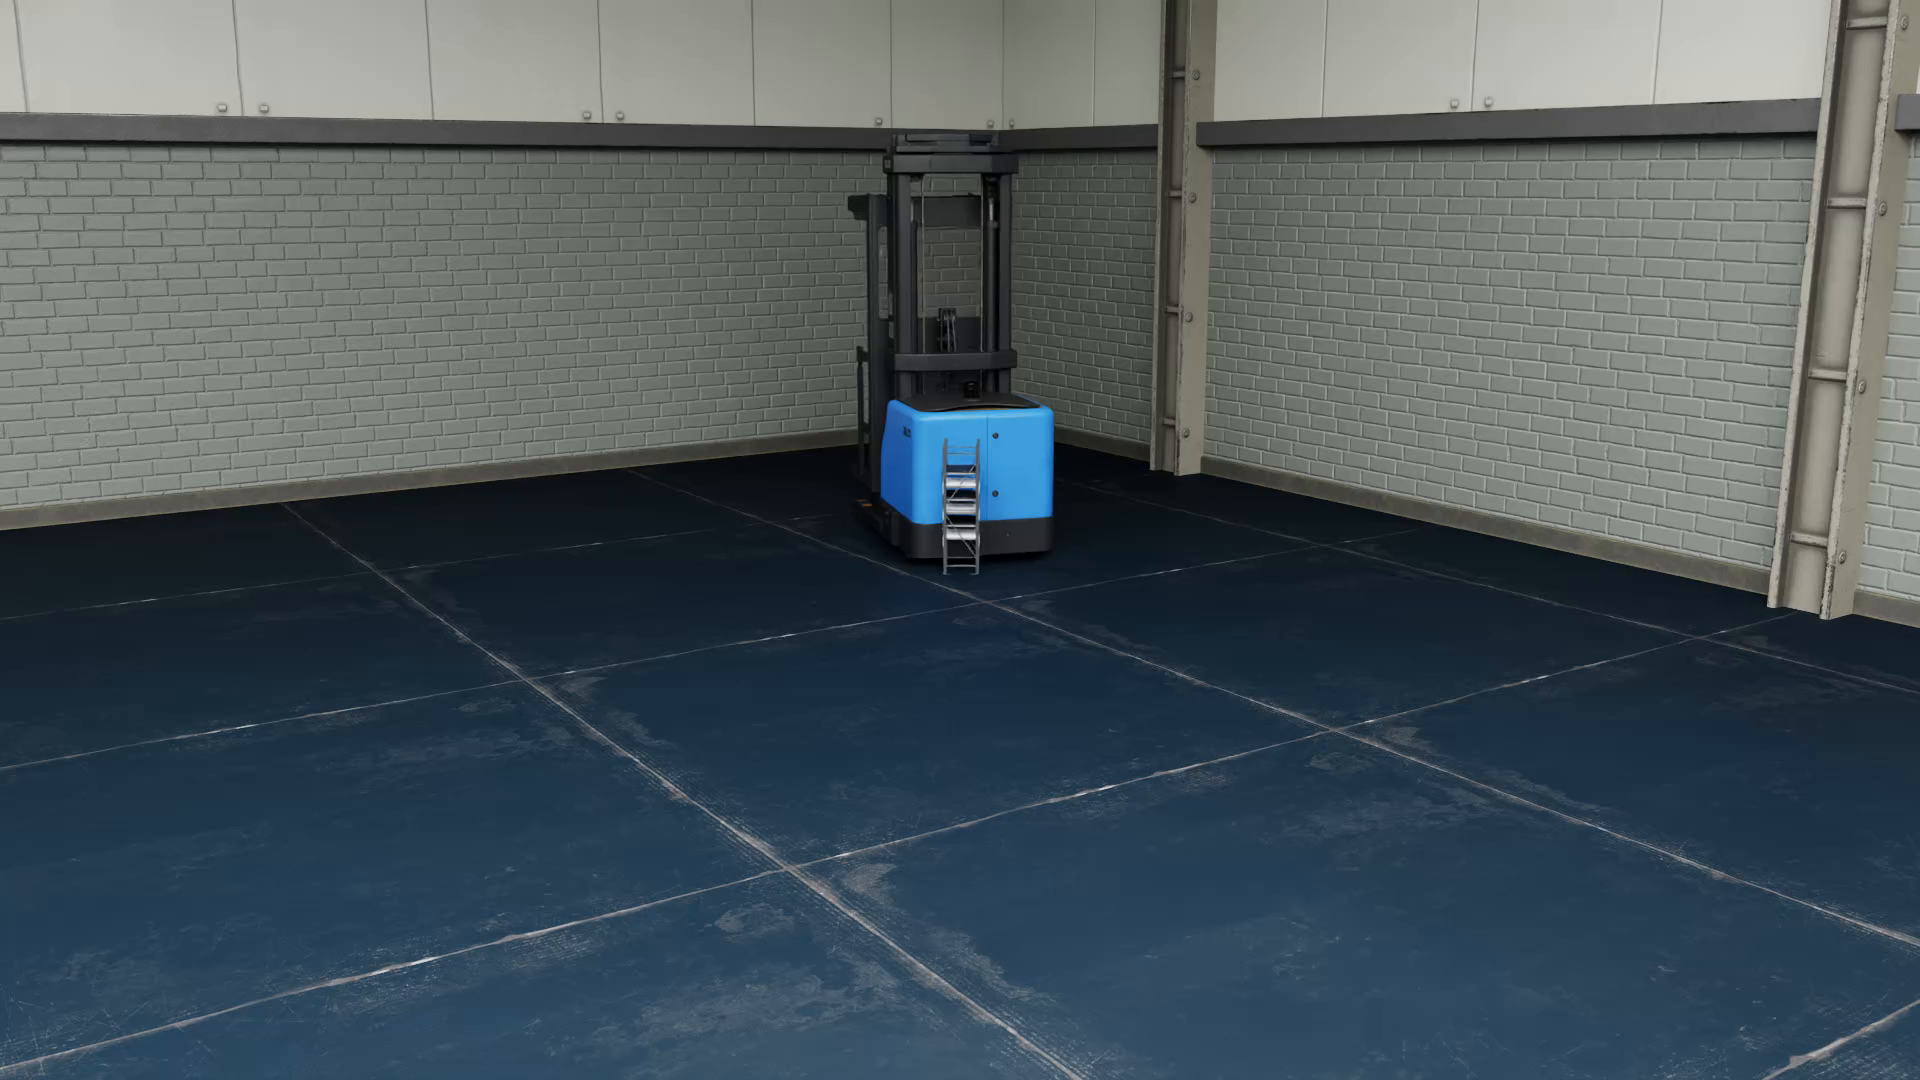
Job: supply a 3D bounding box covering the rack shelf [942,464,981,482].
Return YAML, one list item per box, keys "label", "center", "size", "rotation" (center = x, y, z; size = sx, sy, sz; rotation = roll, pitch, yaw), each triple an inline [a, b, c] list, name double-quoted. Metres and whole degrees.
- label: "rack shelf"
  center: [0.012, -0.453, 11.200]
  size: [0.258, 0.077, 0.200]
  rotation: [1, 15, 3]

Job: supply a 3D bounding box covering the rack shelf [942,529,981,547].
- label: "rack shelf"
  center: [0.013, -0.018, 11.314]
  size: [0.258, 0.077, 0.200]
  rotation: [1, 15, 3]

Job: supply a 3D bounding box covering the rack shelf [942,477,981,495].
- label: "rack shelf"
  center: [0.012, -0.366, 11.223]
  size: [0.258, 0.077, 0.200]
  rotation: [1, 15, 3]

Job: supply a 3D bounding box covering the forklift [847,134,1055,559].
- label: "forklift"
  center: [-0.224, -1.570, 12.680]
  size: [1.130, 2.935, 3.031]
  rotation: [-3, 13, -15]

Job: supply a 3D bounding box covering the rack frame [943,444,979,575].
- label: "rack frame"
  center: [0.008, -0.198, 11.162]
  size: [0.240, 0.900, 0.006]
  rotation: [1, 15, 3]

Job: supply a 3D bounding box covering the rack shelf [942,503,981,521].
- label: "rack shelf"
  center: [0.013, -0.192, 11.269]
  size: [0.258, 0.077, 0.200]
  rotation: [1, 15, 3]

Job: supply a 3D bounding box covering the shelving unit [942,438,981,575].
- label: "shelving unit"
  center: [0.013, -0.224, 11.260]
  size: [0.258, 0.900, 0.210]
  rotation: [1, 15, 3]

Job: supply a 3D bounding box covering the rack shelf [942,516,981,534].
- label: "rack shelf"
  center: [0.013, -0.105, 11.291]
  size: [0.258, 0.077, 0.200]
  rotation: [1, 15, 3]

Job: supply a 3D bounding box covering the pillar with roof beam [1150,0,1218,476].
- label: "pillar with roof beam"
  center: [-1.601, -4.520, 11.967]
  size: [9.100, 9.000, 0.400]
  rotation: [-8, 15, -33]

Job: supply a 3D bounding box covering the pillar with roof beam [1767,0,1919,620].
- label: "pillar with roof beam"
  center: [1.723, -3.453, 7.087]
  size: [9.100, 9.000, 0.400]
  rotation: [-8, 15, -33]

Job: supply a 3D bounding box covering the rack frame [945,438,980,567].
- label: "rack frame"
  center: [0.017, -0.250, 11.358]
  size: [0.240, 0.900, 0.006]
  rotation: [1, 15, 3]

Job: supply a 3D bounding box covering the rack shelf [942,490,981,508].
- label: "rack shelf"
  center: [0.012, -0.279, 11.246]
  size: [0.258, 0.077, 0.200]
  rotation: [1, 15, 3]
